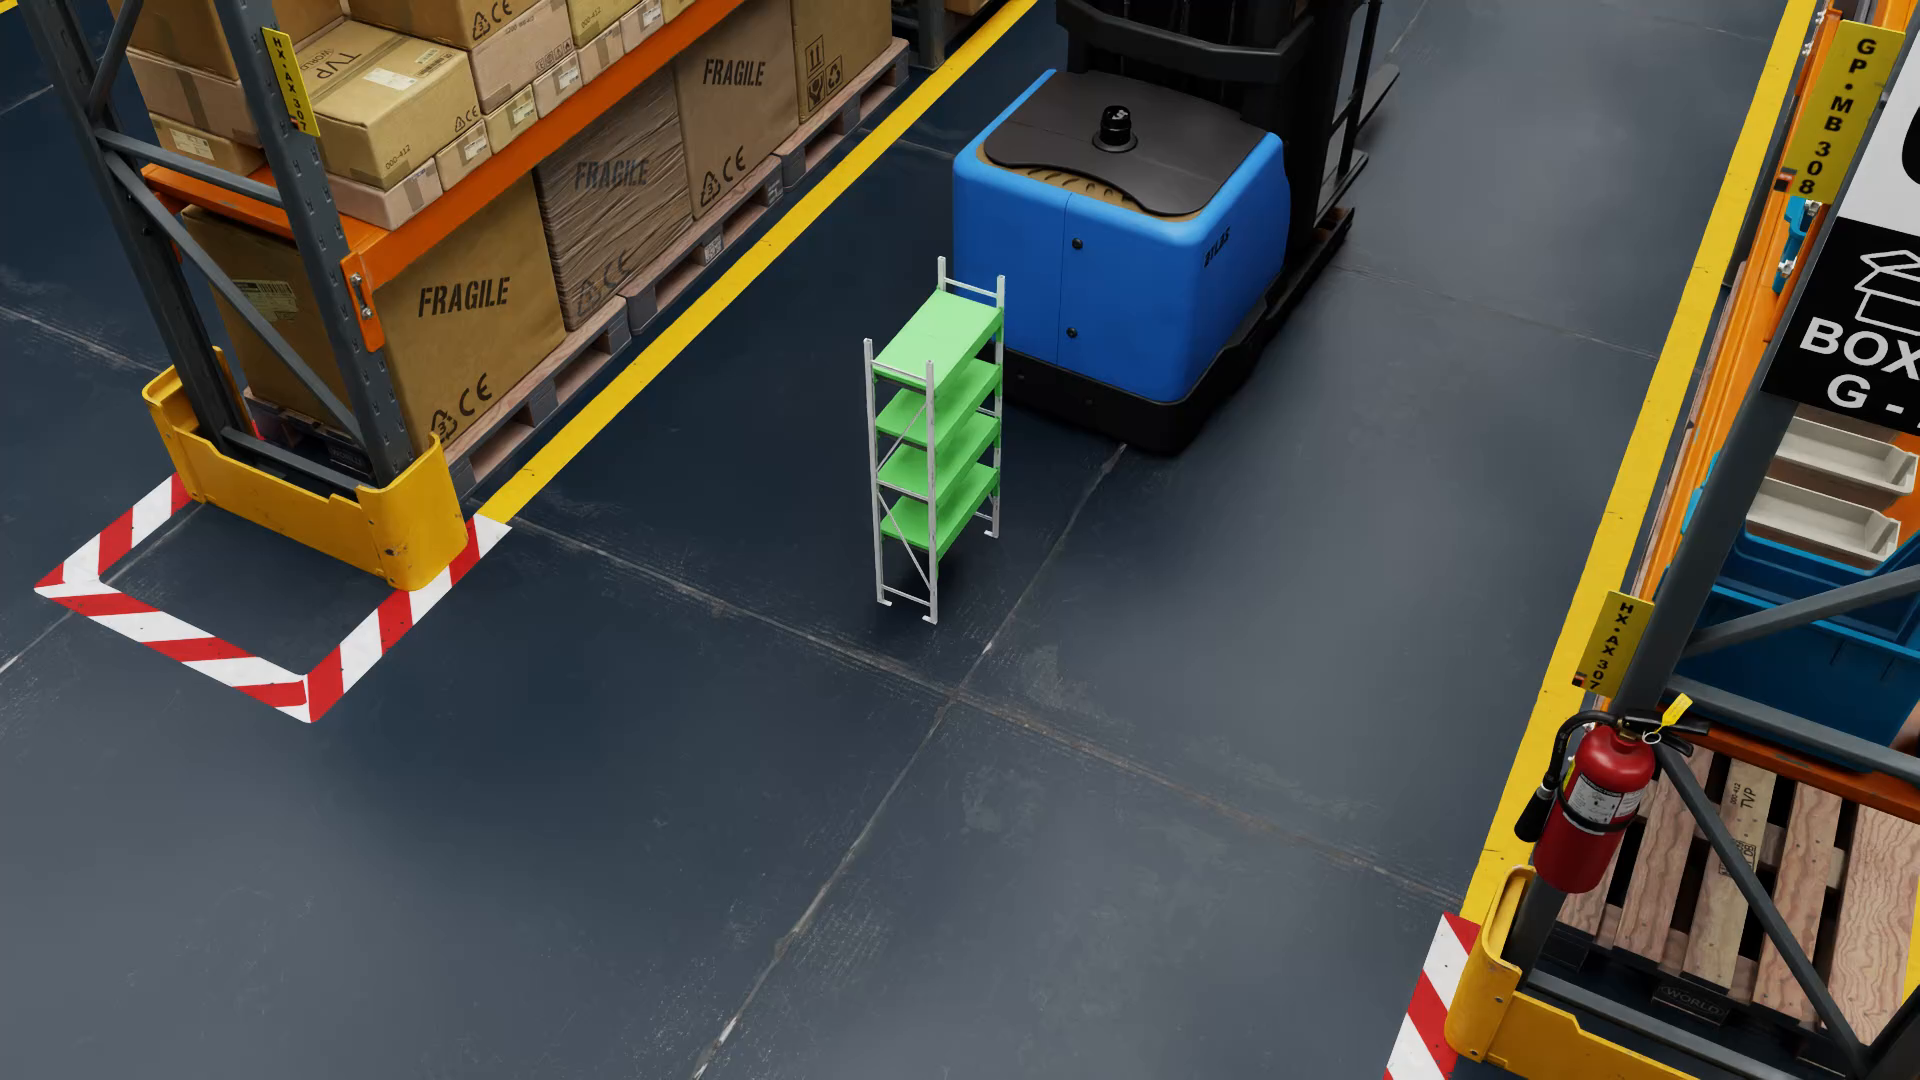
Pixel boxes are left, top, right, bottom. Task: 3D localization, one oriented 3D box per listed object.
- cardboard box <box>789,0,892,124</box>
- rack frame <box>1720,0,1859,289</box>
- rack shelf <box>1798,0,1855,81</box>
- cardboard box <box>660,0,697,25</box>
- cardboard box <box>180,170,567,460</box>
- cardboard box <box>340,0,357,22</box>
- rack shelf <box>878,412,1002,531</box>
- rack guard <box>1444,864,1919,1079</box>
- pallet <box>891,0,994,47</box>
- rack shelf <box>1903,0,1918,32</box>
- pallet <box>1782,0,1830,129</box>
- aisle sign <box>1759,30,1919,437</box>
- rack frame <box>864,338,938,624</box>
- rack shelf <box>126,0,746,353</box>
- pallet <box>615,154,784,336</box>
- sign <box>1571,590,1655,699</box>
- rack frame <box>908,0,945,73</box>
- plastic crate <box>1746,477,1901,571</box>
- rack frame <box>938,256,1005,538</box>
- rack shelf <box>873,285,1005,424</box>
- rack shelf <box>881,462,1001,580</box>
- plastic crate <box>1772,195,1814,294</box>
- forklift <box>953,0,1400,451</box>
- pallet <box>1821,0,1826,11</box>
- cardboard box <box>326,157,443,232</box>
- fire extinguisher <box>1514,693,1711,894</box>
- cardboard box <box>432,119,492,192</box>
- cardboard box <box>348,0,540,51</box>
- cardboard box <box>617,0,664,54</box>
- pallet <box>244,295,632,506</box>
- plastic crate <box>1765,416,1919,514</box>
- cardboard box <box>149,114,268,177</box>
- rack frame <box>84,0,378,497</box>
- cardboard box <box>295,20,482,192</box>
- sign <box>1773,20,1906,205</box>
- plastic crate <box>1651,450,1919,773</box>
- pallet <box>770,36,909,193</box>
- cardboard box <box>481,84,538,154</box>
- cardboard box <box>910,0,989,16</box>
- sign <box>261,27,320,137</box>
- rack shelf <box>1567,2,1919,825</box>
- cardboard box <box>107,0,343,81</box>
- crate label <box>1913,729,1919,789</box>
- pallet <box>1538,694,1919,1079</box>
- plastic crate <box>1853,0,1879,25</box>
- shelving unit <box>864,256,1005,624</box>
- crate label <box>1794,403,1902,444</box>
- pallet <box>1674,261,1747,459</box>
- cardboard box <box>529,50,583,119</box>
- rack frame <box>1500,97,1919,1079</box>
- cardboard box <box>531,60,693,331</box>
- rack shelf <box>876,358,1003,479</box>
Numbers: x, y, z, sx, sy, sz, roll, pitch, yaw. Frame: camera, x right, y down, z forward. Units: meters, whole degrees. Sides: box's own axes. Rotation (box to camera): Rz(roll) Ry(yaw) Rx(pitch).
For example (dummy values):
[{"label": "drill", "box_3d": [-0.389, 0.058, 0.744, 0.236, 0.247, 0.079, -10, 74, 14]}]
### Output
[{"label": "cardboard box", "box_3d": [-0.928, -2.697, 8.005, 0.875, 0.875, 0.875, 20, 49, 19]}, {"label": "rack frame", "box_3d": [3.836, -2.050, 6.167, 1.000, 3.000, 0.127, 20, 49, 19]}, {"label": "rack shelf", "box_3d": [4.765, -3.057, 7.668, 1.077, 0.370, 4.000, 20, 49, 19]}, {"label": "cardboard box", "box_3d": [-1.237, -2.161, 6.454, 0.380, 0.149, 0.250, 19, 48, 18]}, {"label": "cardboard box", "box_3d": [-2.181, -0.996, 6.324, 0.875, 0.875, 0.875, 20, 49, 19]}, {"label": "cardboard box", "box_3d": [-2.181, -1.930, 5.944, 0.500, 0.250, 0.500, 20, 49, 18]}, {"label": "rack shelf", "box_3d": [-0.077, -0.273, 5.766, 0.258, 0.148, 0.480, 20, 49, 19]}, {"label": "rack guard", "box_3d": [1.980, 1.368, 4.547, 1.175, 0.500, 0.348, 20, 49, 19]}, {"label": "pallet", "box_3d": [-0.259, -3.216, 9.280, 1.003, 0.211, 1.213, 20, 49, 19]}, {"label": "rack shelf", "box_3d": [2.908, -1.660, 4.041, 0.919, 0.124, 3.809, 20, 49, 19]}, {"label": "pallet", "box_3d": [4.797, -2.314, 8.388, 1.003, 0.211, 1.213, 20, 49, 19]}, {"label": "aisle sign", "box_3d": [1.687, -0.495, 2.803, 0.394, 0.787, 0.004, 20, 49, 19]}, {"label": "rack frame", "box_3d": [-0.190, -0.164, 5.568, 0.240, 1.200, 0.015, 20, 49, 19]}, {"label": "rack shelf", "box_3d": [-1.479, -2.173, 6.794, 1.077, 0.370, 4.000, 20, 49, 19]}, {"label": "pallet", "box_3d": [-1.538, -1.481, 7.565, 1.003, 0.211, 1.213, 20, 49, 19]}, {"label": "sign", "box_3d": [1.485, 0.241, 3.788, 0.100, 0.325, 0.005, 20, 49, 19]}, {"label": "rack frame", "box_3d": [-0.550, -3.685, 7.783, 1.000, 3.000, 0.127, 20, 49, 19]}, {"label": "plastic crate", "box_3d": [2.198, -0.032, 4.316, 0.396, 0.136, 0.243, 20, 49, 19]}, {"label": "rack frame", "box_3d": [0.036, -0.471, 5.872, 0.240, 1.200, 0.015, 20, 49, 19]}, {"label": "rack shelf", "box_3d": [-0.077, -0.610, 5.424, 0.258, 0.148, 0.480, 20, 49, 19]}, {"label": "rack shelf", "box_3d": [-0.077, -0.104, 5.936, 0.258, 0.148, 0.480, 20, 49, 19]}, {"label": "plastic crate", "box_3d": [2.706, -0.871, 5.077, 0.416, 0.233, 0.300, 20, 49, 19]}, {"label": "forklift", "box_3d": [1.134, -2.415, 6.576, 1.130, 2.935, 3.031, 22, 49, 21]}, {"label": "pallet", "box_3d": [5.364, -3.079, 9.145, 1.003, 0.211, 1.213, 20, 49, 19]}, {"label": "cardboard box", "box_3d": [-1.950, -1.192, 5.496, 0.380, 0.149, 0.250, 21, 49, 19]}, {"label": "fire extinguisher", "box_3d": [1.507, 0.573, 3.891, 0.296, 0.674, 0.183, 20, 49, 19]}, {"label": "cardboard box", "box_3d": [-1.832, -1.354, 5.656, 0.380, 0.149, 0.250, 20, 49, 18]}, {"label": "cardboard box", "box_3d": [-1.713, -2.009, 5.496, 0.500, 0.500, 0.500, 19, 48, 18]}, {"label": "cardboard box", "box_3d": [-1.355, -2.003, 6.297, 0.380, 0.149, 0.250, 20, 49, 19]}, {"label": "pallet", "box_3d": [-2.105, -0.715, 6.808, 1.003, 0.211, 1.213, 20, 49, 19]}, {"label": "plastic crate", "box_3d": [2.345, -0.210, 4.492, 0.396, 0.136, 0.243, 20, 49, 19]}, {"label": "cardboard box", "box_3d": [-2.534, -1.410, 5.712, 0.380, 0.149, 0.250, 21, 49, 20]}, {"label": "rack frame", "box_3d": [-2.410, -1.167, 5.294, 0.949, 2.616, 0.053, 20, 49, 19]}, {"label": "cardboard box", "box_3d": [-1.945, -1.431, 5.451, 0.500, 0.250, 0.500, 19, 48, 18]}, {"label": "sign", "box_3d": [1.485, -0.719, 2.817, 0.100, 0.325, 0.005, 20, 49, 19]}, {"label": "plastic crate", "box_3d": [1.970, 0.164, 3.912, 0.616, 0.435, 0.499, 20, 49, 19]}, {"label": "pallet", "box_3d": [-0.973, -2.252, 8.327, 1.003, 0.211, 1.213, 20, 49, 19]}, {"label": "cardboard box", "box_3d": [-1.714, -1.515, 5.815, 0.380, 0.149, 0.250, 19, 48, 18]}, {"label": "cardboard box", "box_3d": [-0.271, -3.496, 8.795, 1.225, 0.875, 0.875, 21, 49, 19]}, {"label": "sign", "box_3d": [-1.919, -1.311, 4.772, 0.100, 0.325, 0.005, 20, 49, 19]}, {"label": "rack shelf", "box_3d": [2.908, -0.537, 5.178, 1.077, 0.370, 4.000, 20, 49, 19]}, {"label": "cardboard box", "box_3d": [-2.414, -1.875, 5.363, 0.500, 0.500, 0.500, 21, 49, 20]}, {"label": "crate label", "box_3d": [2.386, 0.461, 3.761, 0.416, 0.233, 0.303, 20, 49, 19]}, {"label": "pallet", "box_3d": [2.397, 0.943, 5.169, 1.003, 0.211, 1.213, 20, 49, 19]}, {"label": "plastic crate", "box_3d": [3.200, -1.614, 5.649, 0.402, 0.464, 0.583, 20, 49, 19]}, {"label": "shelving unit", "box_3d": [-0.077, -0.317, 5.720, 0.258, 1.200, 0.503, 20, 49, 19]}, {"label": "crate label", "box_3d": [2.453, -0.394, 4.673, 0.396, 0.136, 0.243, 20, 49, 19]}, {"label": "pallet", "box_3d": [3.530, -0.594, 6.689, 1.003, 0.211, 1.213, 20, 49, 19]}, {"label": "cardboard box", "box_3d": [-1.594, -1.680, 5.978, 0.380, 0.149, 0.250, 20, 49, 18]}, {"label": "rack frame", "box_3d": [1.980, 0.470, 3.677, 1.000, 3.000, 0.127, 20, 49, 19]}, {"label": "cardboard box", "box_3d": [-1.759, -1.569, 6.891, 0.875, 0.875, 0.875, 20, 49, 19]}, {"label": "rack shelf", "box_3d": [-0.077, -0.441, 5.595, 0.258, 0.148, 0.480, 20, 49, 19]}]
